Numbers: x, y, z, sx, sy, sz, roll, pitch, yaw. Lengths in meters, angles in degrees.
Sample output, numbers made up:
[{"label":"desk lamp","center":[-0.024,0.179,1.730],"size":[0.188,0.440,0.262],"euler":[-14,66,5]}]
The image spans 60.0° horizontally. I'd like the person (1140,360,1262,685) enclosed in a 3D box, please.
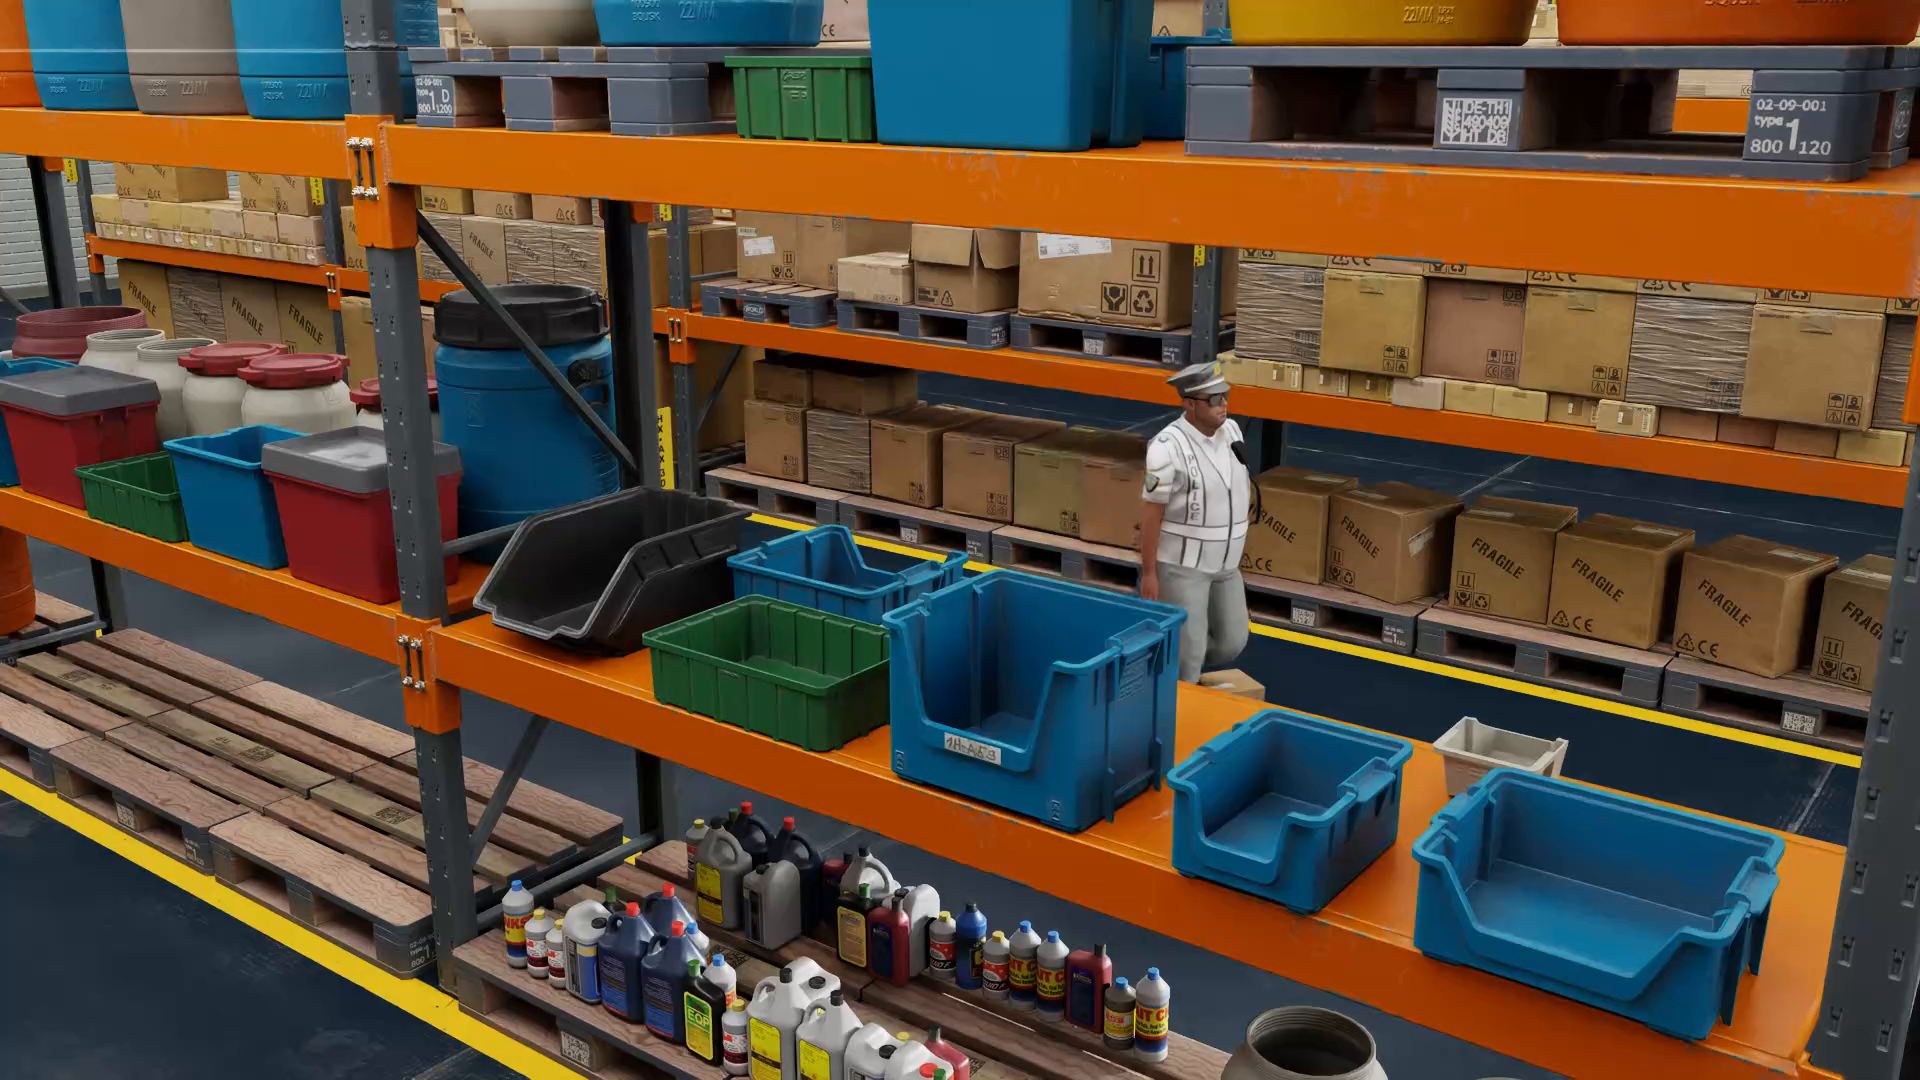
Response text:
[{"label":"person","center":[0.975,0.054,7.253],"size":[0.554,1.753,0.643],"euler":[-12,21,-36]}]
